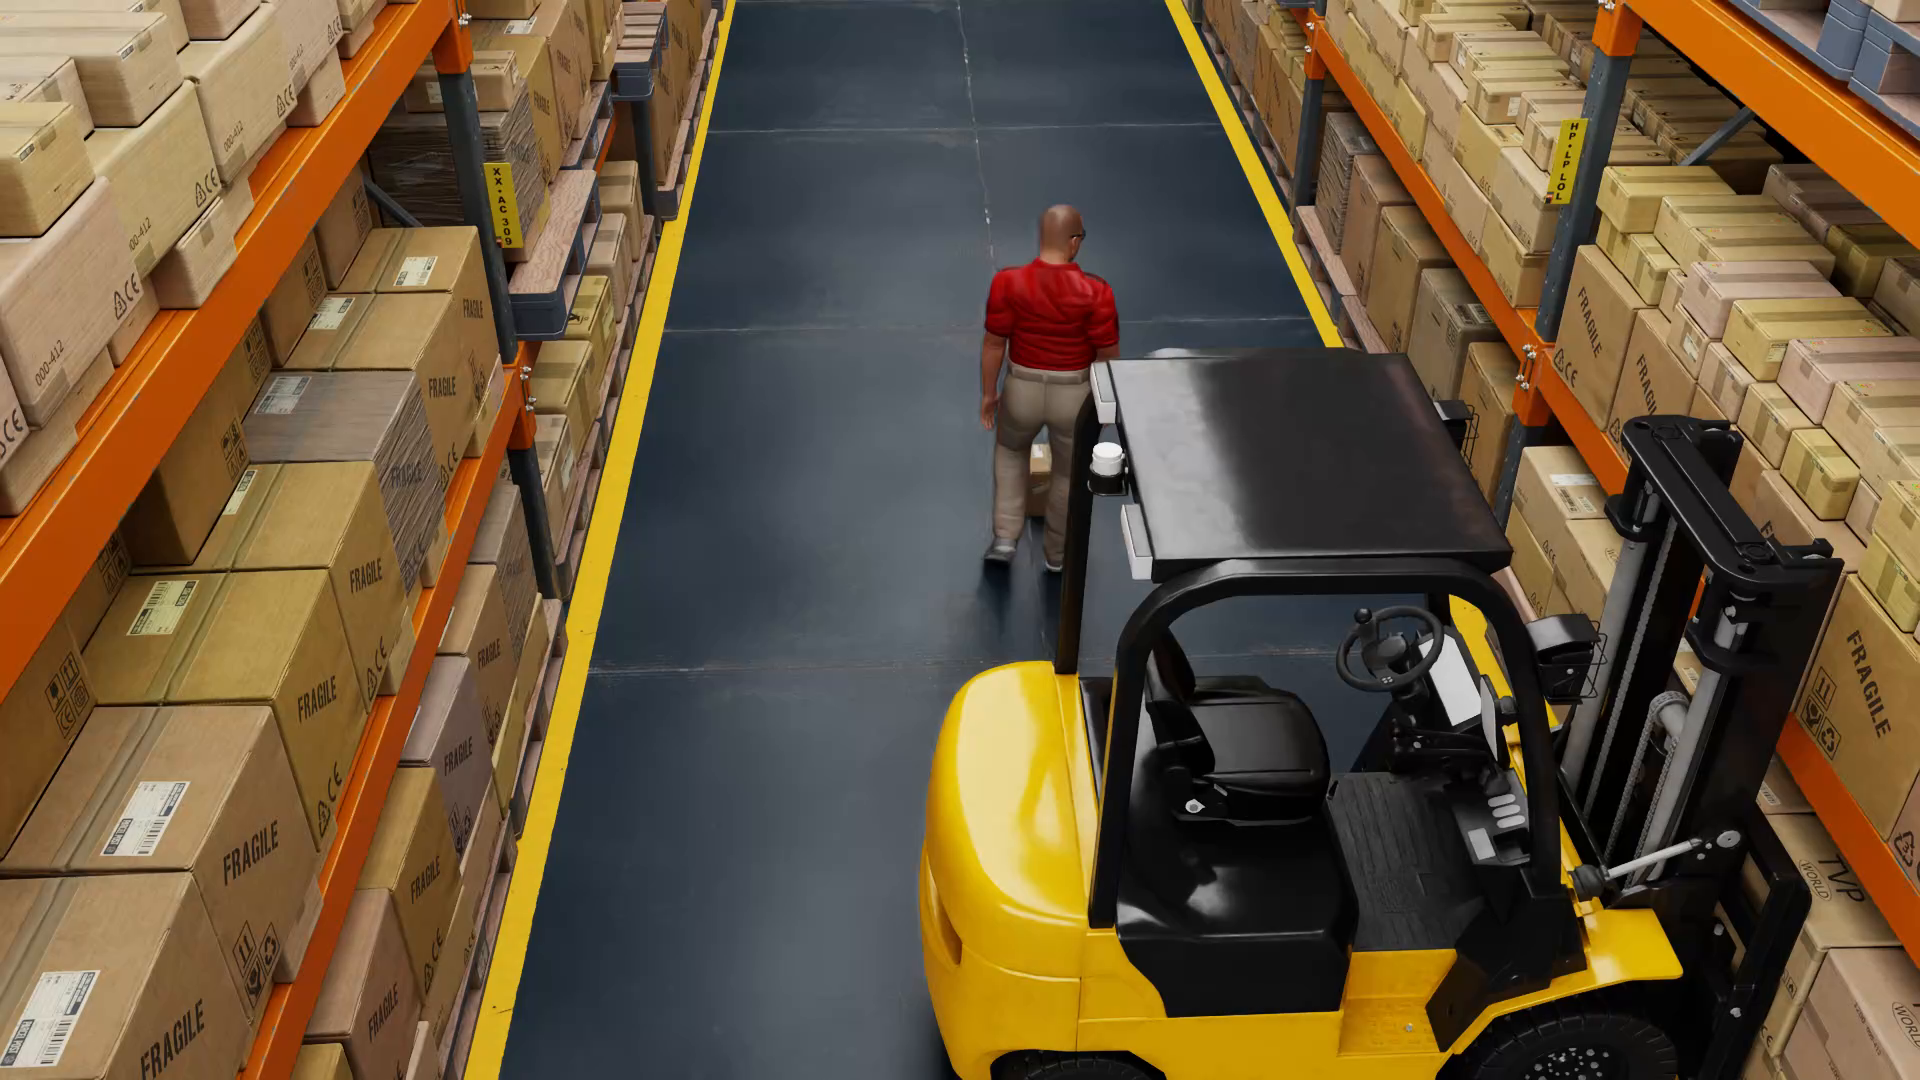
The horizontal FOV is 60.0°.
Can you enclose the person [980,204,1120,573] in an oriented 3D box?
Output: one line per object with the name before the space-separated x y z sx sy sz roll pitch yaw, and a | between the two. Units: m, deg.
person | 0.389 -0.603 7.032 0.572 1.779 0.423 8 36 11
